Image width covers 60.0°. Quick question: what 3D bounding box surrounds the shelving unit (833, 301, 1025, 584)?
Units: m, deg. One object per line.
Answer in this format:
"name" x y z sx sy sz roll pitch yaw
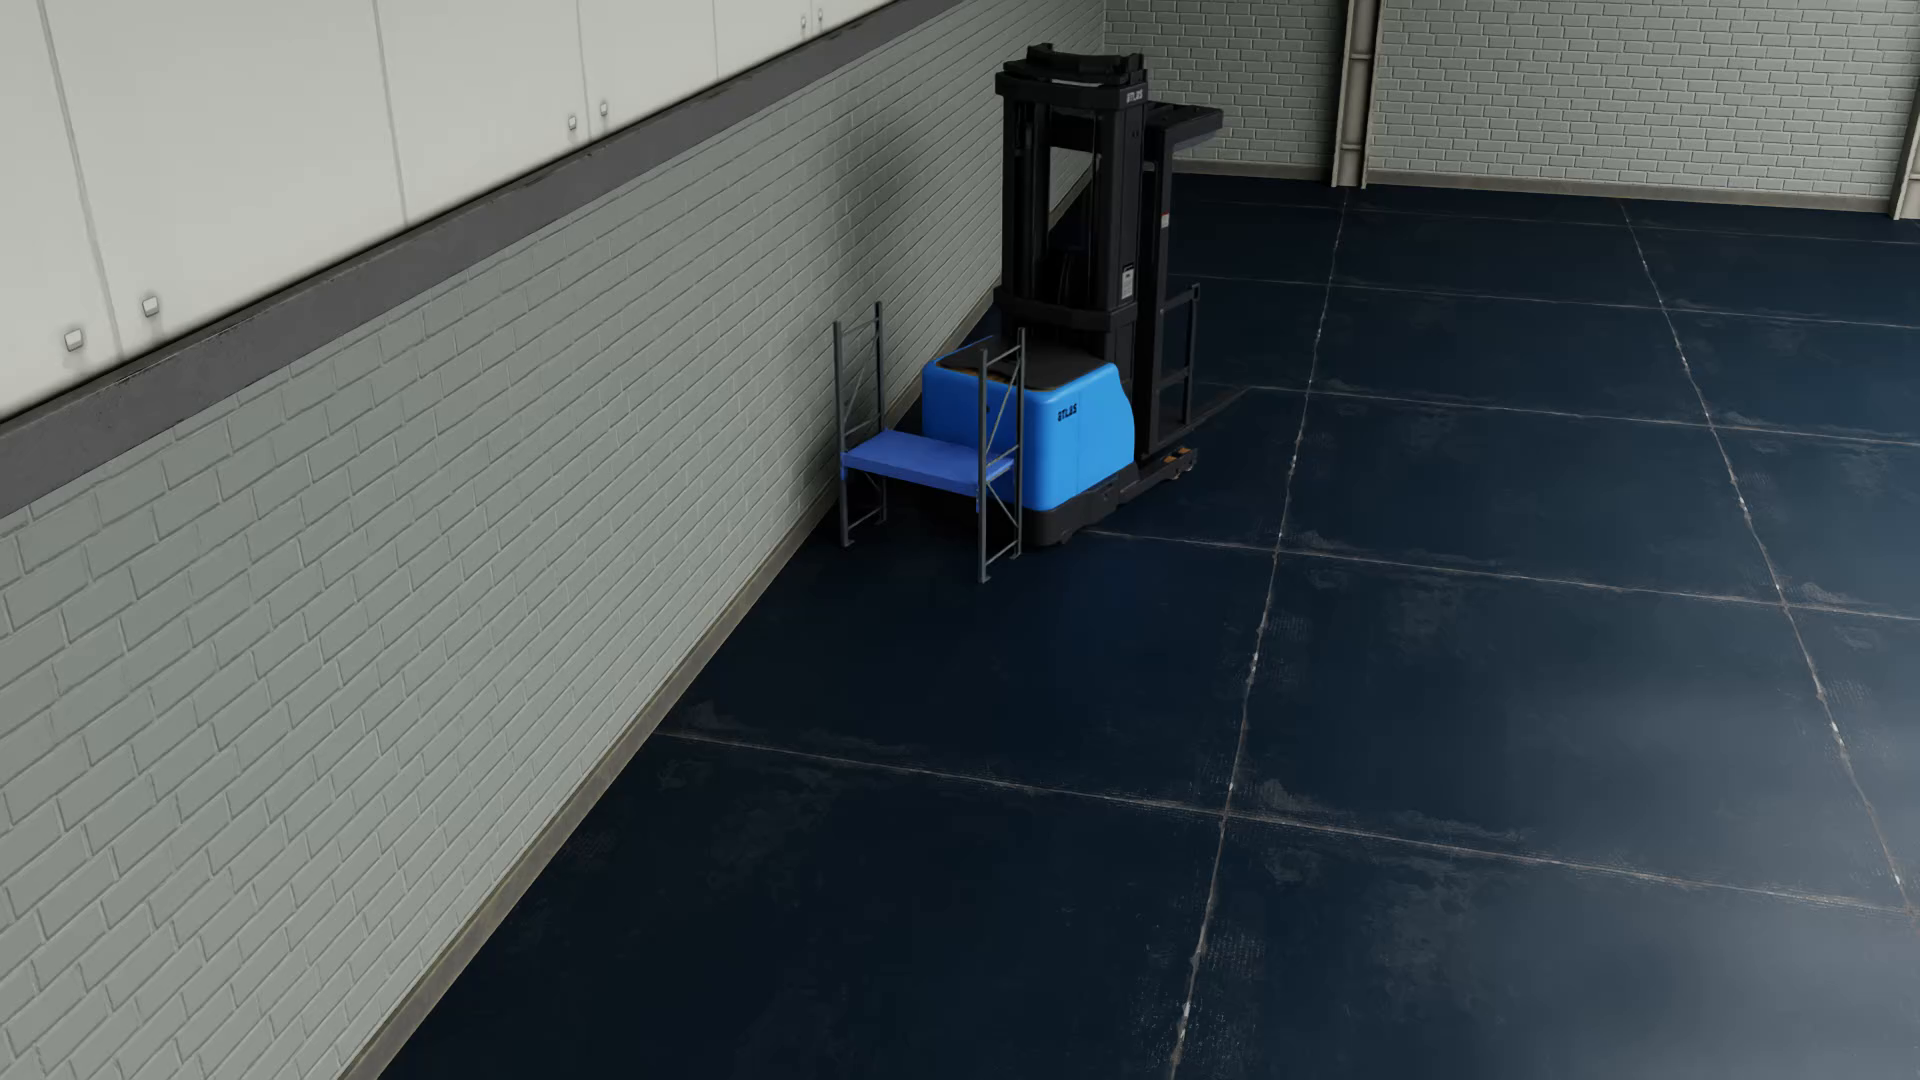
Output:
"shelving unit" -0.188 -0.613 10.292 1.048 1.500 0.538 14 29 27

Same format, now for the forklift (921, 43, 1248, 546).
"forklift" 1.026 -1.855 11.236 1.130 2.935 3.031 18 31 33

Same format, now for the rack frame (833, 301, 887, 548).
"rack frame" -0.625 -0.724 10.527 0.032 1.500 0.500 14 29 27

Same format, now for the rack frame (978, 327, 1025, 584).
"rack frame" 0.249 -0.501 10.058 0.032 1.500 0.500 14 29 27

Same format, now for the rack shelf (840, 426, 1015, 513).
"rack shelf" -0.188 -0.450 10.370 1.000 0.185 0.538 14 29 27

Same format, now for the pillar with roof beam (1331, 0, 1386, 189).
"pillar with roof beam" 3.487 -6.441 13.809 0.400 9.000 9.100 6 26 13

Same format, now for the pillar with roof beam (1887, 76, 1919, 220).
"pillar with roof beam" 9.298 -5.798 12.460 0.400 9.000 9.100 6 26 13
